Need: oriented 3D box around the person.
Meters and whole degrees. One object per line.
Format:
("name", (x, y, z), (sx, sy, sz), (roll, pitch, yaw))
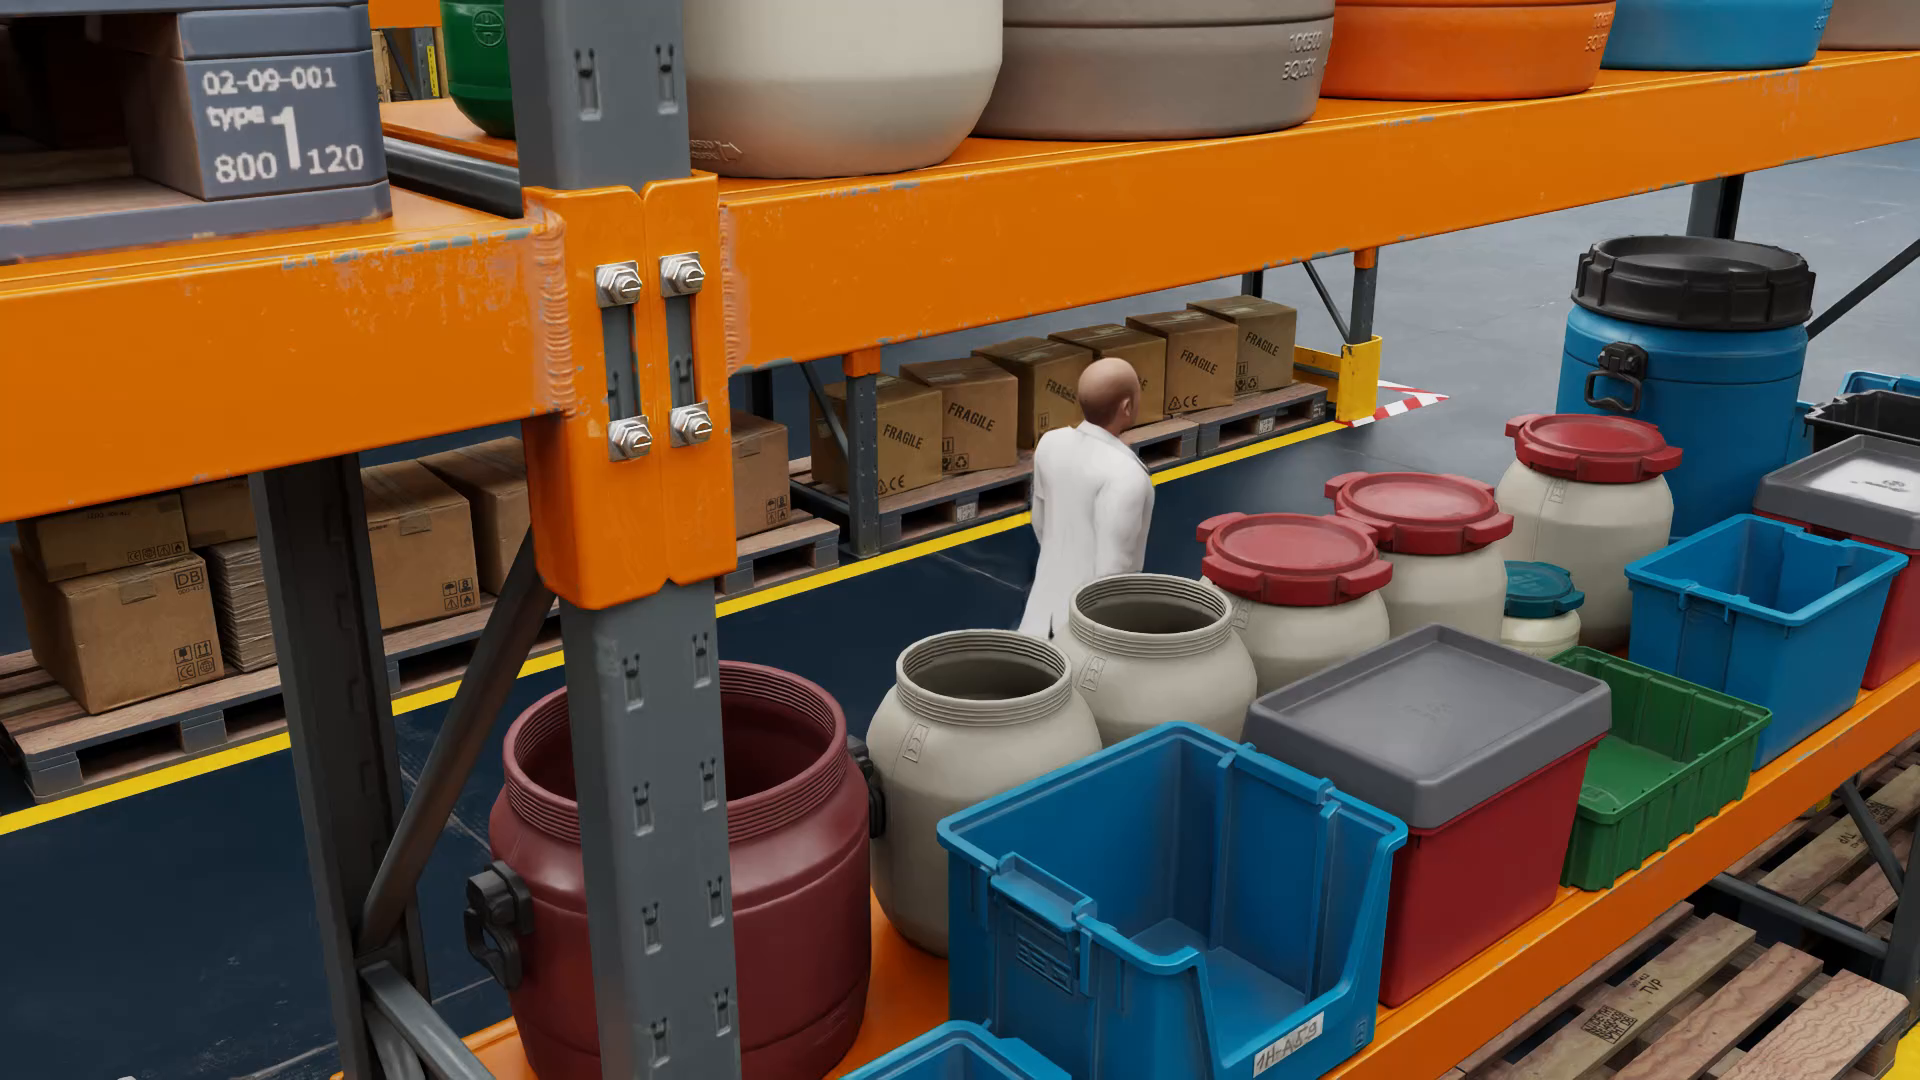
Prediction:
("person", (0.423, 0.245, 5.475), (1.152, 1.721, 0.608), (-16, 26, -36))
